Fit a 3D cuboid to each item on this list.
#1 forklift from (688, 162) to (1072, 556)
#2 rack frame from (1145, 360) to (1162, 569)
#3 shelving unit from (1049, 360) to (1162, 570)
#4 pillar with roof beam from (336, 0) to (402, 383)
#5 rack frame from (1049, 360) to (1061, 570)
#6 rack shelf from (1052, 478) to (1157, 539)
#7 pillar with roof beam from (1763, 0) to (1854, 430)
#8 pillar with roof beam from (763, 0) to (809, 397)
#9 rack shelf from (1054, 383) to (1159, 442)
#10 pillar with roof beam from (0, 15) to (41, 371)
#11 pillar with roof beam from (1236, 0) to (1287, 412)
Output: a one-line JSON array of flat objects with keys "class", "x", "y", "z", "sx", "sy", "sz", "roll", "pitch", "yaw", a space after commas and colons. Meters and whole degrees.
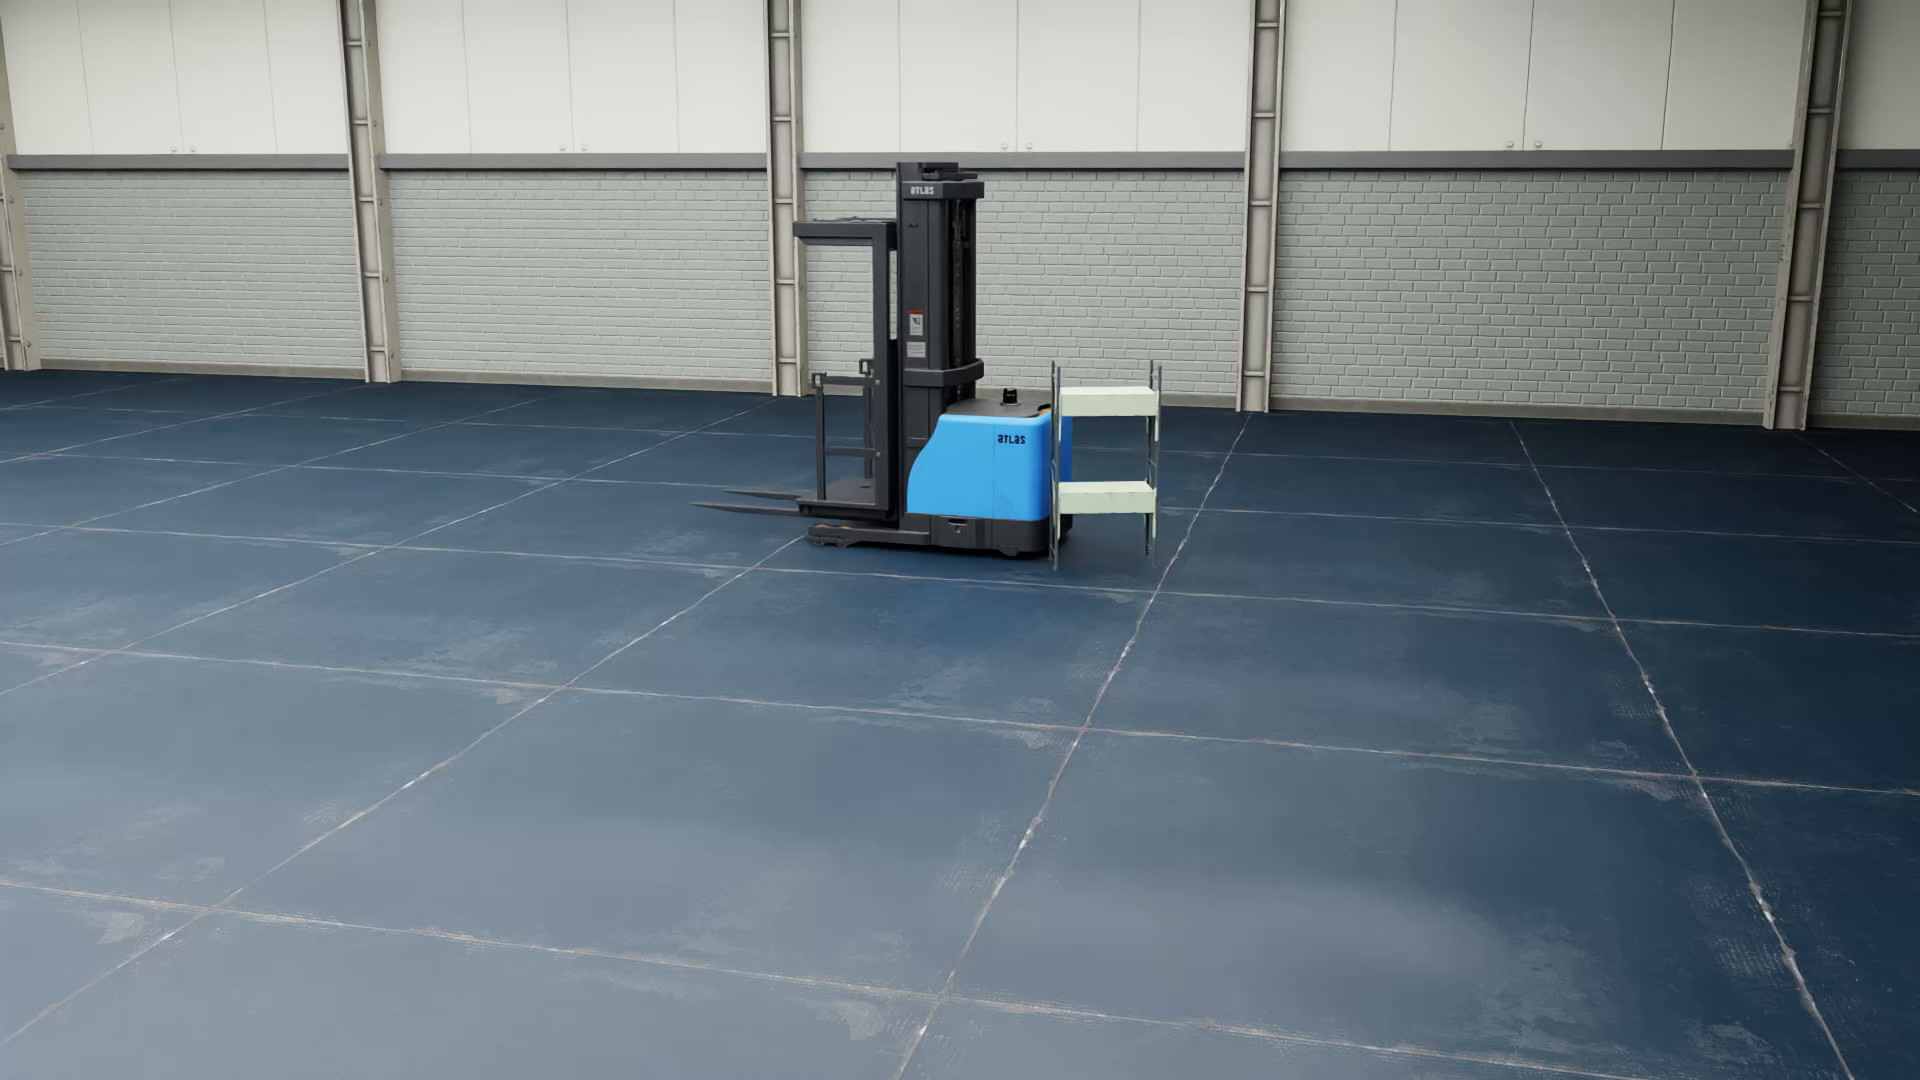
[{"class": "forklift", "x": -0.673, "y": -1.475, "z": 13.116, "sx": 3.031, "sy": 2.935, "sz": 1.130, "roll": 4, "pitch": 13, "yaw": 18}, {"class": "rack frame", "x": 1.429, "y": -0.561, "z": 12.300, "sx": 0.023, "sy": 1.500, "sz": 0.400, "roll": -1, "pitch": 13, "yaw": -3}, {"class": "shelving unit", "x": 1.064, "y": -0.557, "z": 12.280, "sx": 0.755, "sy": 1.500, "sz": 0.431, "roll": -1, "pitch": 13, "yaw": -3}, {"class": "pillar with roof beam", "x": -9.080, "y": -5.708, "z": 18.186, "sx": 0.400, "sy": 9.000, "sz": 9.100, "roll": 3, "pitch": 13, "yaw": 14}, {"class": "rack frame", "x": 0.699, "y": -0.552, "z": 12.261, "sx": 0.023, "sy": 1.500, "sz": 0.400, "roll": -1, "pitch": 13, "yaw": -3}, {"class": "rack shelf", "x": 1.064, "y": -0.238, "z": 12.351, "sx": 0.720, "sy": 0.370, "sz": 0.431, "roll": -1, "pitch": 13, "yaw": -3}, {"class": "pillar with roof beam", "x": 8.396, "y": -4.774, "z": 13.975, "sx": 0.400, "sy": 9.000, "sz": 9.100, "roll": 3, "pitch": 13, "yaw": 14}, {"class": "pillar with roof beam", "x": -3.255, "y": -5.397, "z": 16.782, "sx": 0.400, "sy": 9.000, "sz": 9.100, "roll": 3, "pitch": 13, "yaw": 14}, {"class": "rack shelf", "x": 1.064, "y": -0.938, "z": 12.196, "sx": 0.720, "sy": 0.370, "sz": 0.431, "roll": -1, "pitch": 13, "yaw": -3}, {"class": "pillar with roof beam", "x": -14.905, "y": -6.019, "z": 19.589, "sx": 0.400, "sy": 9.000, "sz": 9.100, "roll": 3, "pitch": 13, "yaw": 14}, {"class": "pillar with roof beam", "x": 2.570, "y": -5.085, "z": 15.379, "sx": 0.400, "sy": 9.000, "sz": 9.100, "roll": 3, "pitch": 13, "yaw": 14}]
